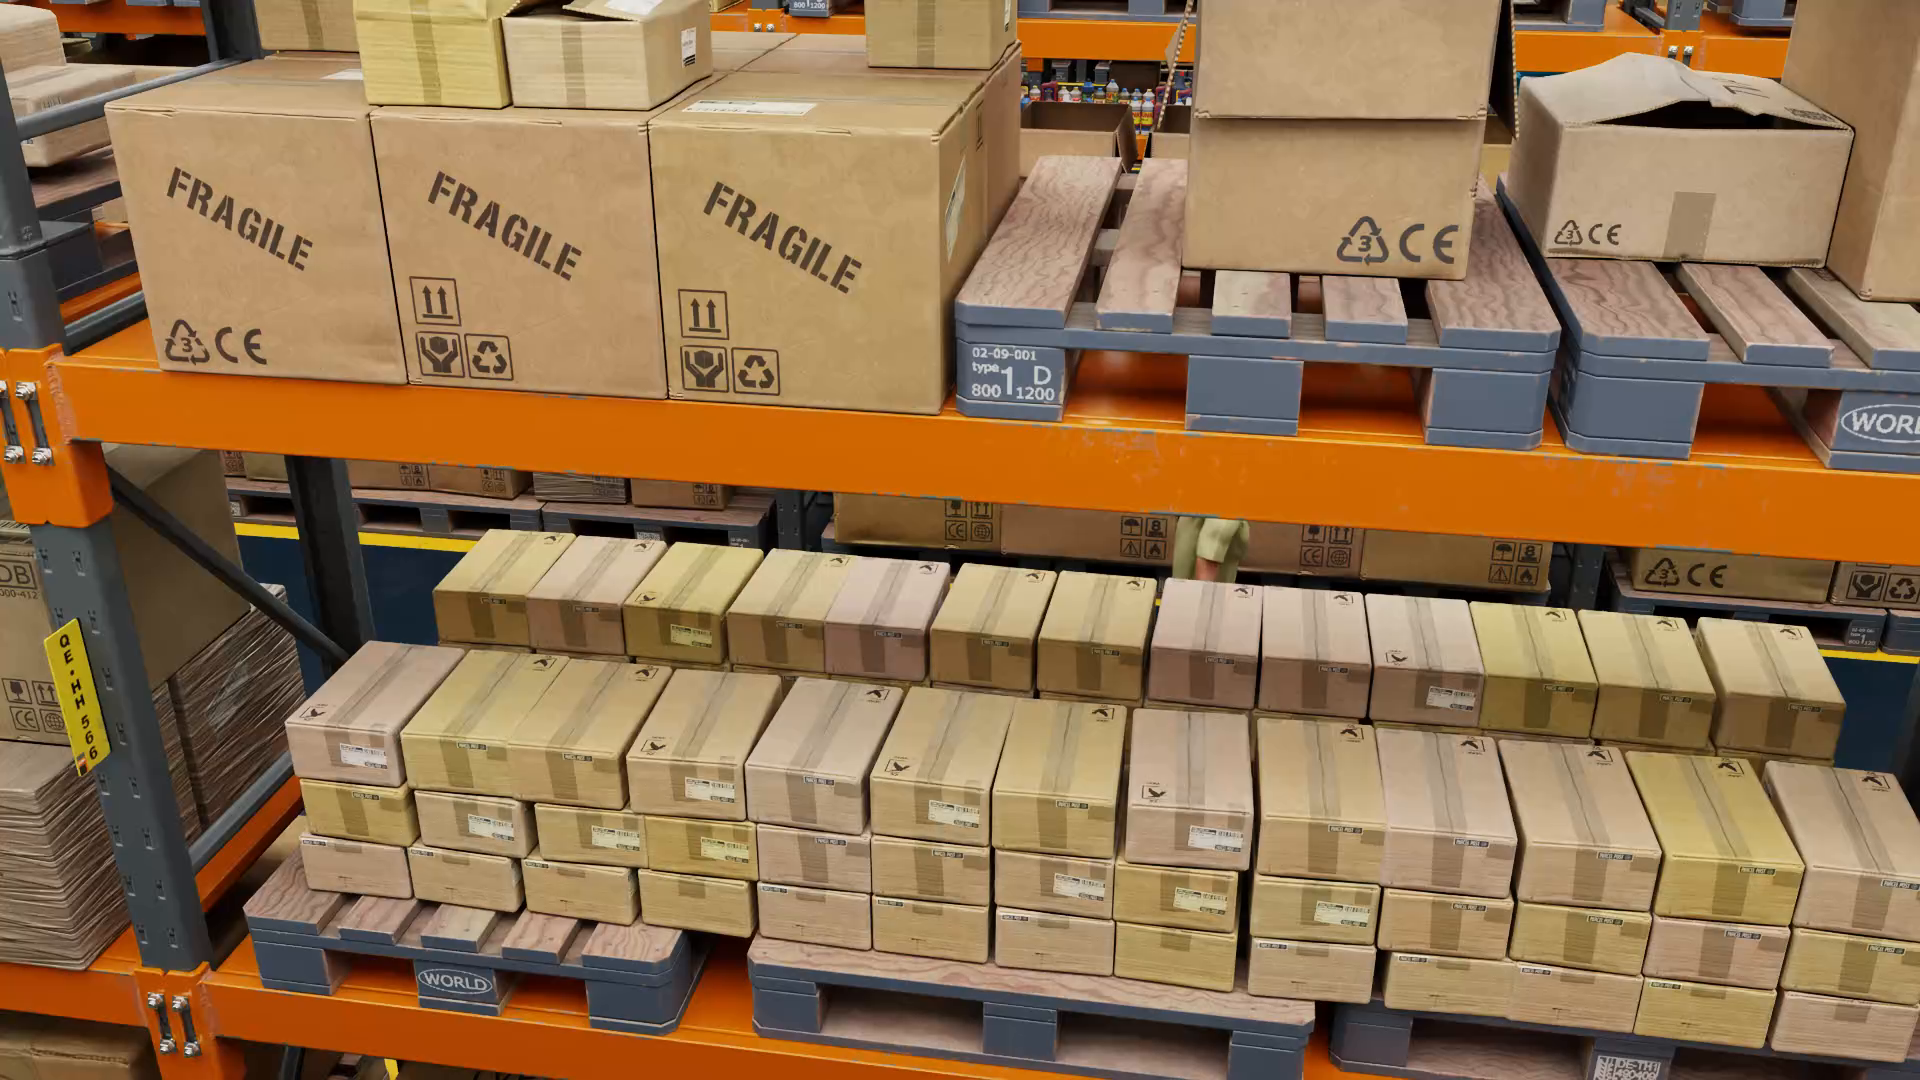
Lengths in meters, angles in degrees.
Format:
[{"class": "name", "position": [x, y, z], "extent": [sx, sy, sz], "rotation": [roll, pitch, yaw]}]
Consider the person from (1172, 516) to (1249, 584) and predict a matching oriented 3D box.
[{"class": "person", "position": [0.999, 0.306, 6.456], "extent": [0.366, 1.671, 0.512], "rotation": [3, 25, 6]}]
